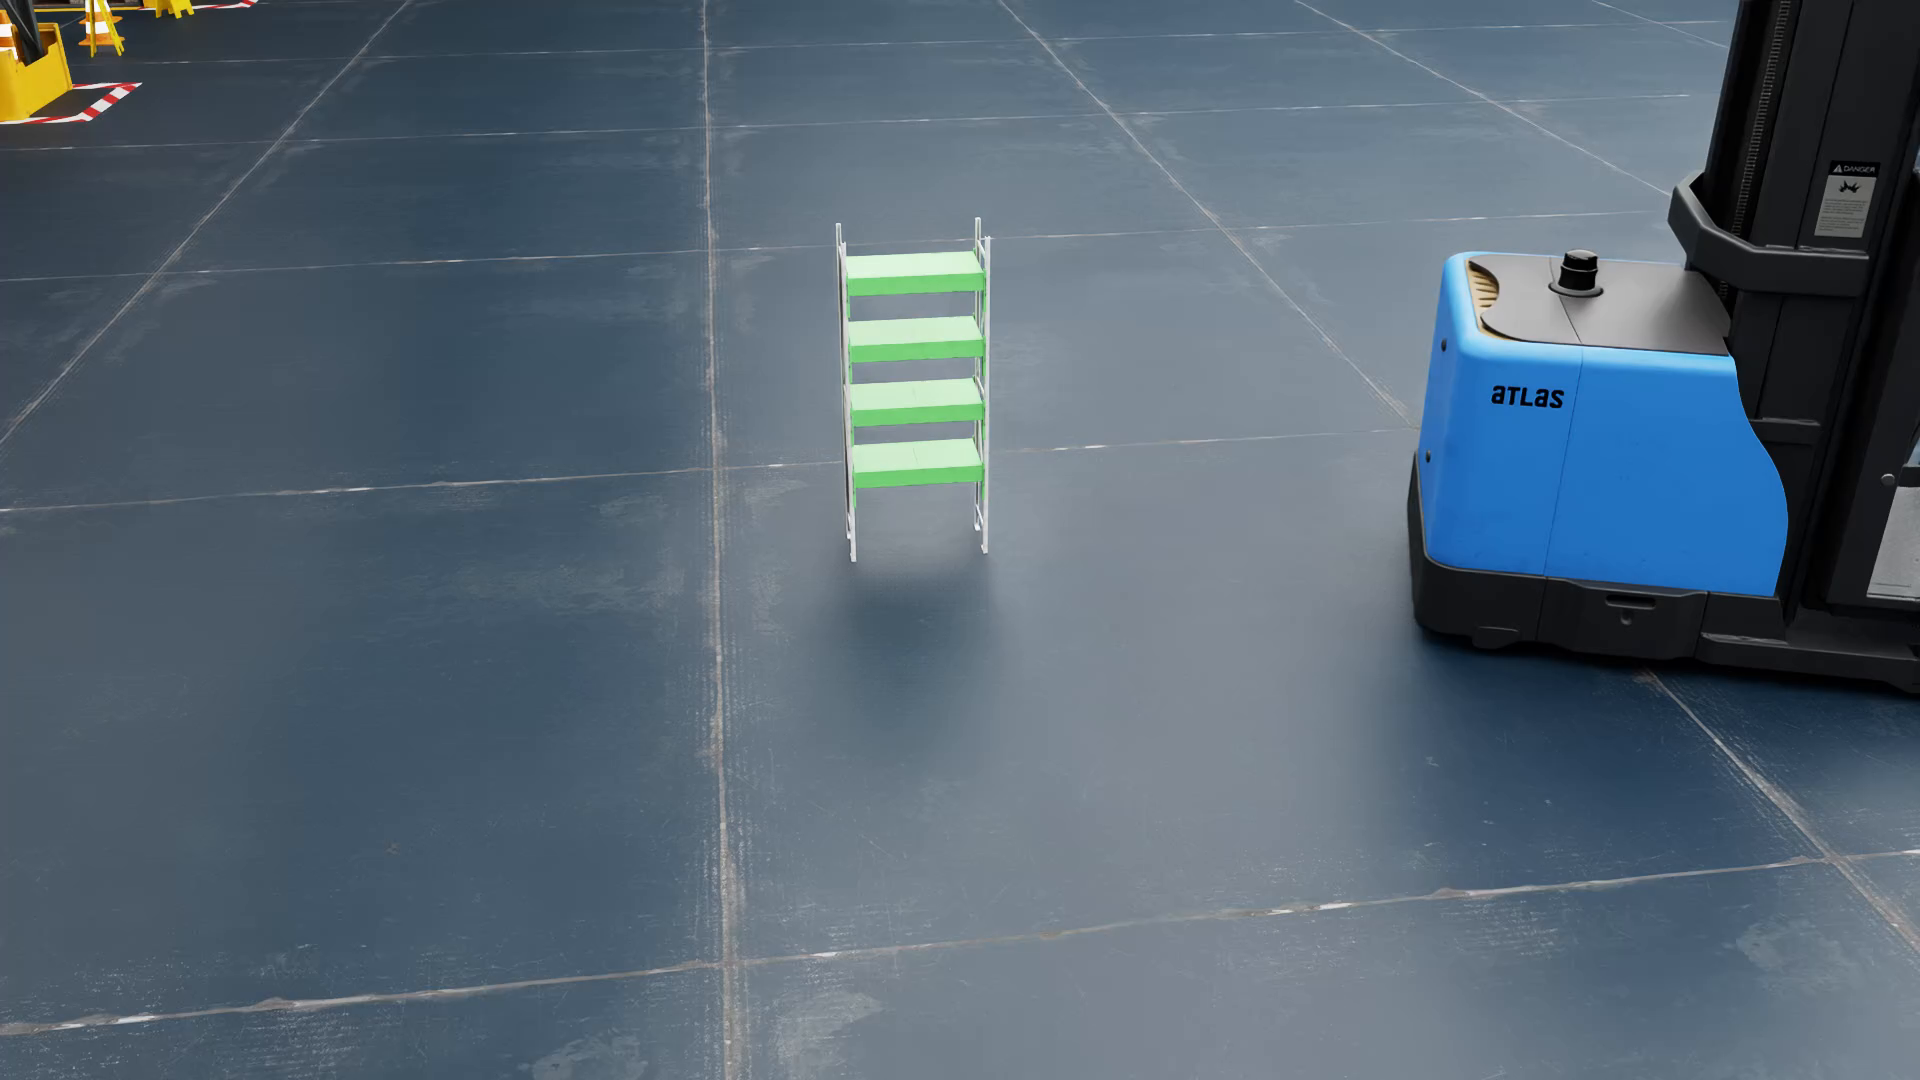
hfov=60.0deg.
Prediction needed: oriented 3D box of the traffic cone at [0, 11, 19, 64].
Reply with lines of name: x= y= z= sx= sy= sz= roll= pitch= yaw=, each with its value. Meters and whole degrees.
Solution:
traffic cone: x=-7.922 y=-4.165 z=13.861 sx=0.334 sy=0.463 sz=0.336 roll=-4 pitch=27 yaw=-7

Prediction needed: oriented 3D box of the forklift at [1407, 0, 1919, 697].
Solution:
forklift: x=3.100 y=-1.035 z=5.056 sx=3.031 sy=2.935 sz=1.130 roll=5 pitch=28 yaw=10

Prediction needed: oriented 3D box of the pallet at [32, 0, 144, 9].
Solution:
pallet: x=-8.873 y=-5.636 z=17.003 sx=1.213 sy=0.211 sz=1.003 roll=-4 pitch=27 yaw=-7

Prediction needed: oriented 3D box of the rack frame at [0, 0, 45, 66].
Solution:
rack frame: x=-7.199 y=-4.686 z=12.097 sx=0.127 sy=3.000 sz=1.000 roll=-4 pitch=27 yaw=-7

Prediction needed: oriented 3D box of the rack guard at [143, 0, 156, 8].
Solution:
rack guard: x=-8.064 y=-5.800 z=17.007 sx=0.348 sy=0.500 sz=1.175 roll=-4 pitch=27 yaw=-7

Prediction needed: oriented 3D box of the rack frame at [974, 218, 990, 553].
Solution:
rack frame: x=0.078 y=-0.539 z=5.986 sx=0.015 sy=1.200 sz=0.240 roll=-4 pitch=27 yaw=-7

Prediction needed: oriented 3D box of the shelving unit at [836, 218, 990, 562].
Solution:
shelving unit: x=-0.164 y=-0.523 z=5.956 sx=0.503 sy=1.200 sz=0.258 roll=-4 pitch=27 yaw=-7

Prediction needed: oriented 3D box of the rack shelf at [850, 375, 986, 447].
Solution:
rack shelf: x=-0.164 y=-0.466 z=5.985 sx=0.480 sy=0.148 sz=0.258 roll=-4 pitch=27 yaw=-7

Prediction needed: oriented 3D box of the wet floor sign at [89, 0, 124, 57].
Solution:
wet floor sign: x=-7.446 y=-4.535 z=14.382 sx=0.232 sy=0.644 sz=0.267 roll=-8 pitch=28 yaw=-16

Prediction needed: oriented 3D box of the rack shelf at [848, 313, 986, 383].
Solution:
rack shelf: x=-0.164 y=-0.680 z=5.875 sx=0.480 sy=0.148 sz=0.258 roll=-4 pitch=27 yaw=-7

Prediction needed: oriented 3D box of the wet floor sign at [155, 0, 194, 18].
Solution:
wet floor sign: x=-7.651 y=-5.398 z=16.064 sx=0.232 sy=0.644 sz=0.267 roll=6 pitch=28 yaw=11

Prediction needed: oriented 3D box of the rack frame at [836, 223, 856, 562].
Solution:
rack frame: x=-0.406 y=-0.508 z=5.925 sx=0.015 sy=1.200 sz=0.240 roll=-4 pitch=27 yaw=-7

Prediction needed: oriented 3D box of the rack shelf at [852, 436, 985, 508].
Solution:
rack shelf: x=-0.164 y=-0.253 z=6.094 sx=0.480 sy=0.148 sz=0.258 roll=-4 pitch=27 yaw=-7

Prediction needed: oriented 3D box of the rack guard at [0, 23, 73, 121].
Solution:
rack guard: x=-7.175 y=-3.575 z=12.670 sx=0.348 sy=0.500 sz=1.175 roll=-4 pitch=27 yaw=-7

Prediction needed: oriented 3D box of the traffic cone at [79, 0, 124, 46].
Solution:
traffic cone: x=-7.743 y=-4.698 z=14.899 sx=0.334 sy=0.463 sz=0.336 roll=-4 pitch=27 yaw=-7

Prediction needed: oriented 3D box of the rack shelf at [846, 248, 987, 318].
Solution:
rack shelf: x=-0.164 y=-0.894 z=5.766 sx=0.480 sy=0.148 sz=0.258 roll=-4 pitch=27 yaw=-7

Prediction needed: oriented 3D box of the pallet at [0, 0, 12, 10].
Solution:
pallet: x=-10.079 y=-5.560 z=16.855 sx=1.213 sy=0.211 sz=1.003 roll=-4 pitch=27 yaw=-7

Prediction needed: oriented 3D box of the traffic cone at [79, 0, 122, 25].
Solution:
traffic cone: x=-8.235 y=-5.178 z=15.835 sx=0.334 sy=0.463 sz=0.336 roll=-4 pitch=27 yaw=-7
